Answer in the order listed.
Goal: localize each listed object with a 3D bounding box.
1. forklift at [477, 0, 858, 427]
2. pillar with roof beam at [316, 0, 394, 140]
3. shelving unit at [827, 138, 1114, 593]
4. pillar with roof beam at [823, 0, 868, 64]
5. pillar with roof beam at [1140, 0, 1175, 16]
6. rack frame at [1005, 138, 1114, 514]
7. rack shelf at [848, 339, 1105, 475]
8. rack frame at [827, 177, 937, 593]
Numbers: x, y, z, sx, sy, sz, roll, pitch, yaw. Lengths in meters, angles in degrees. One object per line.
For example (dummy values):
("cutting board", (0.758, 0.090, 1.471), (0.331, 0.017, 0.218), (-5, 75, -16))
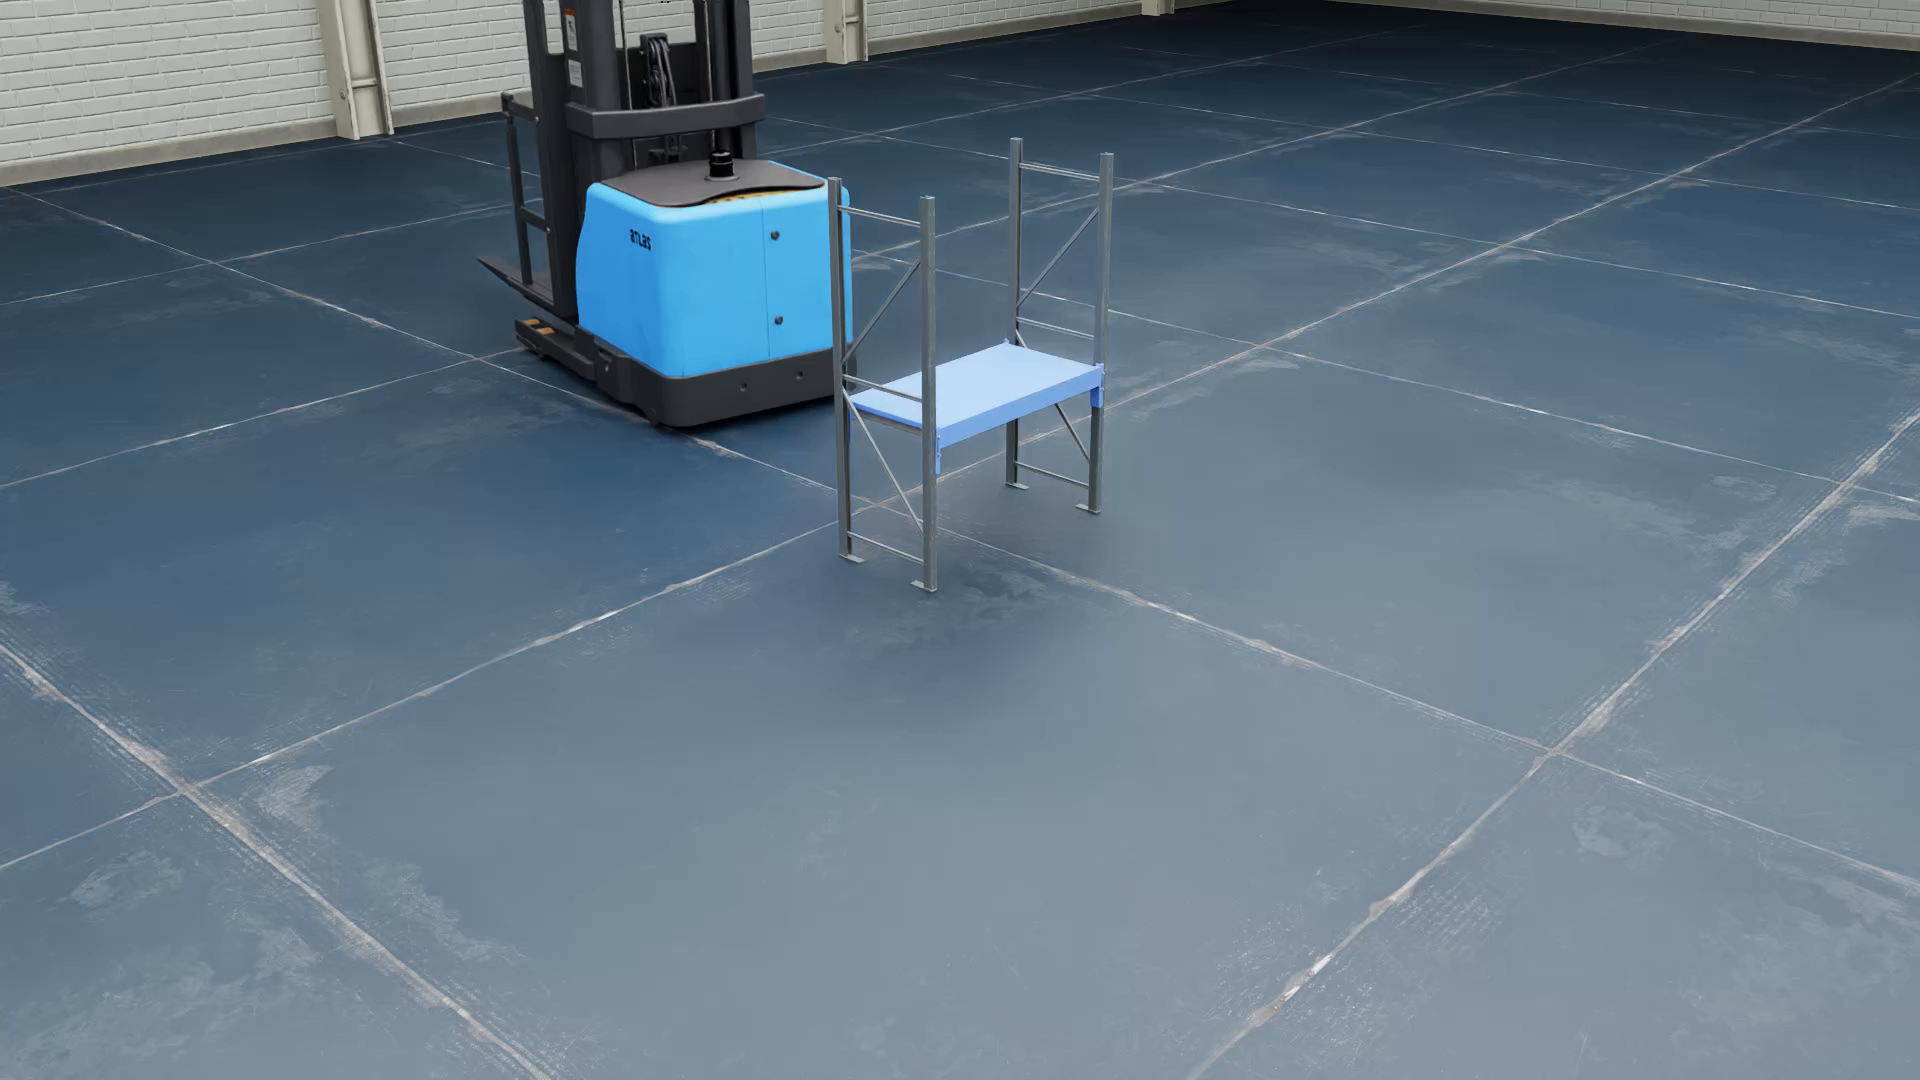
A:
("forklift", (-1.766, -2.411, 8.546), (1.130, 2.935, 3.031), (-16, 29, -32))
("pillar with roof beam", (-2.085, -6.539, 10.336), (9.100, 9.000, 0.400), (20, 31, 38))
("shelving unit", (0.057, -0.710, 6.501), (0.538, 1.500, 1.048), (20, 31, 38))
("pillar with roof beam", (1.920, -8.367, 14.413), (9.100, 9.000, 0.400), (20, 31, 38))
("pillar with roof beam", (5.924, -10.195, 18.490), (9.100, 9.000, 0.400), (20, 31, 38))
("rack frame", (0.396, -0.865, 6.847), (0.500, 1.500, 0.032), (20, 31, 38))
("rack shelf", (0.057, -0.546, 6.575), (0.538, 0.185, 1.000), (20, 31, 38))
("rack frame", (-0.282, -0.555, 6.156), (0.500, 1.500, 0.032), (20, 31, 38))
